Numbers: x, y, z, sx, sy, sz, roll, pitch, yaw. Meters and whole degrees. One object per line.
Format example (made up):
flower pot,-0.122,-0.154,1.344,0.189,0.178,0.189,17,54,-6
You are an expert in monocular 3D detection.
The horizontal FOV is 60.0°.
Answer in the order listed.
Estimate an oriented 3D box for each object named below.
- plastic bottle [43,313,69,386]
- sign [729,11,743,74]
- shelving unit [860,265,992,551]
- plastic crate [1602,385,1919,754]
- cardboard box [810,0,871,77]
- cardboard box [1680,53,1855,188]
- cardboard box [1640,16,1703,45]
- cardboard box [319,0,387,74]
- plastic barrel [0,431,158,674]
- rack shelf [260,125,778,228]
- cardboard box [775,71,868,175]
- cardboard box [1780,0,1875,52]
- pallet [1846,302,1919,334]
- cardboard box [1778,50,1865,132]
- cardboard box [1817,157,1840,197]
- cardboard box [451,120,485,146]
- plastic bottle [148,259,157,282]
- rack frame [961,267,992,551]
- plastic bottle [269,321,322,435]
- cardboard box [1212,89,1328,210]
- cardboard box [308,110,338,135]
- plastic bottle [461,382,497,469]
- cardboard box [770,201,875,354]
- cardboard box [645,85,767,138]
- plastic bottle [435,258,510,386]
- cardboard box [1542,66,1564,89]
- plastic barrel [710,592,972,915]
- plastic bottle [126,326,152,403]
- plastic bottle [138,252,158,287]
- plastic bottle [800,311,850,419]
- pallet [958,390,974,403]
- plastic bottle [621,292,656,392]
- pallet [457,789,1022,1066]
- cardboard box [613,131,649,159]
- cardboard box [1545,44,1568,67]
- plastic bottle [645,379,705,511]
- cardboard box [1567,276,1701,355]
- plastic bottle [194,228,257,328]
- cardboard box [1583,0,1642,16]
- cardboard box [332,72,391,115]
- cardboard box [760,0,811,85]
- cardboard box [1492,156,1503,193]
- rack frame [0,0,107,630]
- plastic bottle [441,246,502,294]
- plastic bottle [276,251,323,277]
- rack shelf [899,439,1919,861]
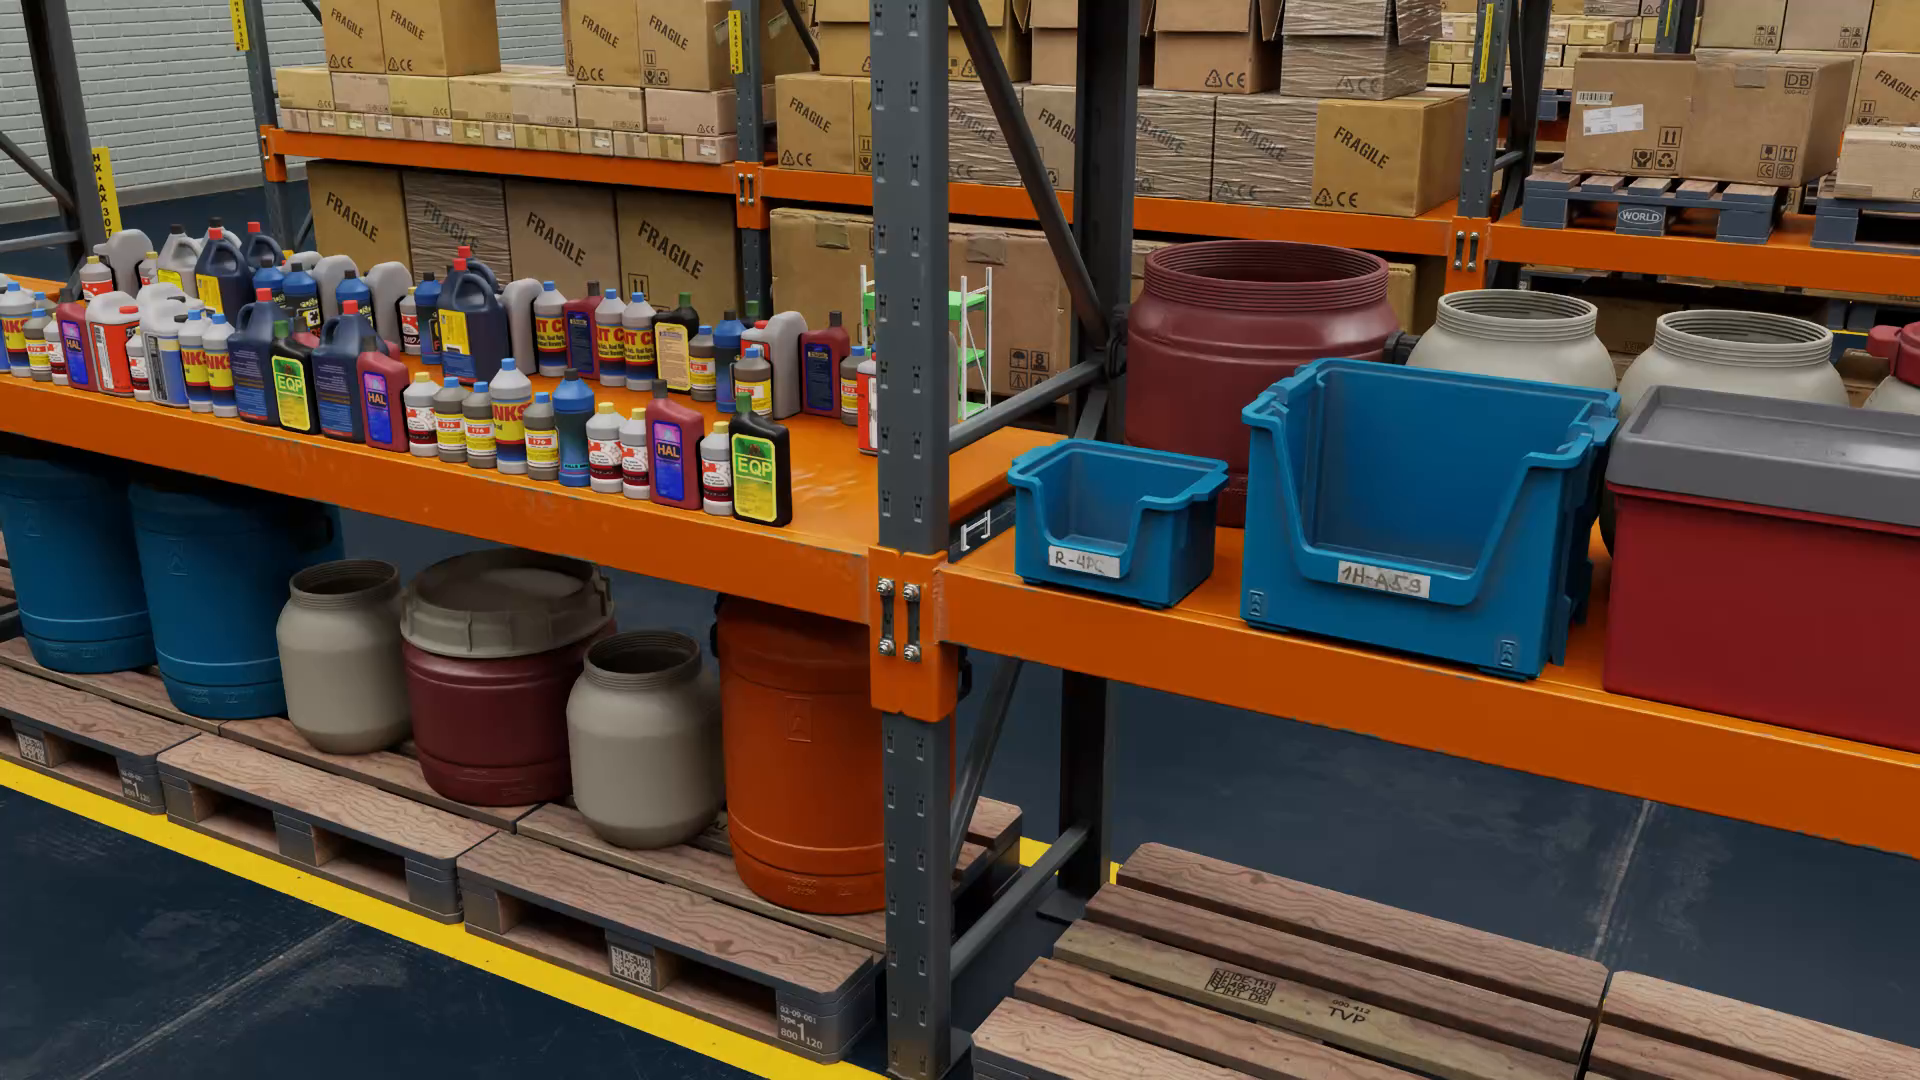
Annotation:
plastic bottle,-2.571,-0.552,4.780,0.097,0.201,0.097,0,20,0
sign,-1.220,-2.710,9.051,0.005,0.325,0.100,11,23,27
shelving unit,-0.144,-0.592,7.236,0.503,1.200,0.258,11,23,27
plastic crate,1.387,0.038,2.767,0.583,0.464,0.402,11,23,27
cardboard box,-0.389,-2.846,9.194,0.637,0.503,0.797,10,22,26
cardboard box,3.568,-1.869,7.357,0.500,0.500,0.700,15,25,35
cardboard box,6.827,-4.886,15.922,0.500,0.250,0.500,11,23,27
cardboard box,-3.719,-3.275,10.678,0.500,0.500,0.500,10,22,26
plastic barrel,-2.900,-0.072,5.626,0.708,0.901,0.600,11,23,27
rack shelf,-2.697,-2.426,10.708,4.000,0.370,1.077,11,23,27
cardboard box,-0.671,-2.327,9.235,0.500,0.500,0.500,11,23,27
cardboard box,5.877,-3.581,11.227,0.500,0.500,0.700,10,22,27
pallet,6.761,-1.558,11.351,1.213,0.211,1.003,11,23,27
cardboard box,5.754,-3.034,11.184,0.500,0.500,0.500,11,22,27
cardboard box,8.510,-3.461,15.745,0.625,0.372,0.950,10,22,26
cardboard box,-2.951,-2.566,10.407,0.250,0.149,0.380,10,22,26
plastic bottle,-2.663,-0.843,5.580,0.097,0.201,0.097,0,20,0
rack frame,0.069,-0.551,7.125,0.015,1.200,0.240,11,23,27
plastic bottle,-1.711,-0.420,4.295,0.133,0.283,0.061,11,23,27
cardboard box,1.557,-1.906,8.074,0.500,0.500,0.500,11,22,27
cardboard box,-4.070,-2.779,10.995,0.250,0.149,0.380,10,22,27
plastic bottle,-1.154,-0.282,4.036,0.097,0.201,0.097,0,20,0
cardboard box,-0.383,-1.529,9.682,0.875,0.875,1.225,11,23,27
cardboard box,-1.465,-2.496,9.630,0.500,0.250,0.500,10,22,26
plastic bottle,-1.400,-0.627,4.768,0.185,0.351,0.144,11,23,27
cardboard box,4.177,-3.292,11.794,0.250,0.149,0.380,11,23,27
plastic barrel,-0.310,0.455,4.279,0.708,0.830,0.600,11,23,27
plastic bottle,-2.252,-0.491,4.612,0.097,0.201,0.097,0,20,0
plastic bottle,-2.750,-0.883,5.691,0.097,0.201,0.097,0,20,0
plastic bottle,-0.359,-0.473,4.441,0.133,0.283,0.061,11,23,27
pallet,-0.241,-1.014,9.852,1.213,0.211,1.003,11,23,27
plastic bottle,-0.904,-0.564,4.710,0.097,0.271,0.097,0,20,0
pallet,-0.583,0.901,4.573,1.213,0.211,1.003,11,23,27
cardboard box,-1.826,-2.352,9.818,0.250,0.149,0.380,10,22,26
cardboard box,4.161,-3.435,11.753,0.250,0.149,0.380,12,23,29
plastic bottle,-0.637,-0.215,3.731,0.133,0.283,0.061,11,23,27
cardboard box,3.141,-1.048,7.775,0.500,0.250,0.500,12,23,29
plastic bottle,-2.313,-0.804,5.256,0.185,0.351,0.144,11,23,27
cardboard box,6.343,-5.324,16.031,0.500,0.500,0.500,11,23,28
cardboard box,-3.699,-2.921,10.803,0.500,0.250,0.500,10,22,27
cardboard box,-1.245,-3.009,9.945,0.500,0.500,0.500,11,23,27
cardboard box,3.877,-2.717,12.407,0.500,0.250,0.500,11,23,28
rack frame,-3.367,-0.957,5.604,0.127,3.000,1.000,11,23,27
plastic bottle,-1.443,-0.695,4.954,0.185,0.351,0.144,11,23,27
plastic bottle,-2.106,-0.784,5.311,0.135,0.276,0.152,11,23,27
rack shelf,1.872,0.379,2.976,4.000,0.370,1.077,11,23,27
